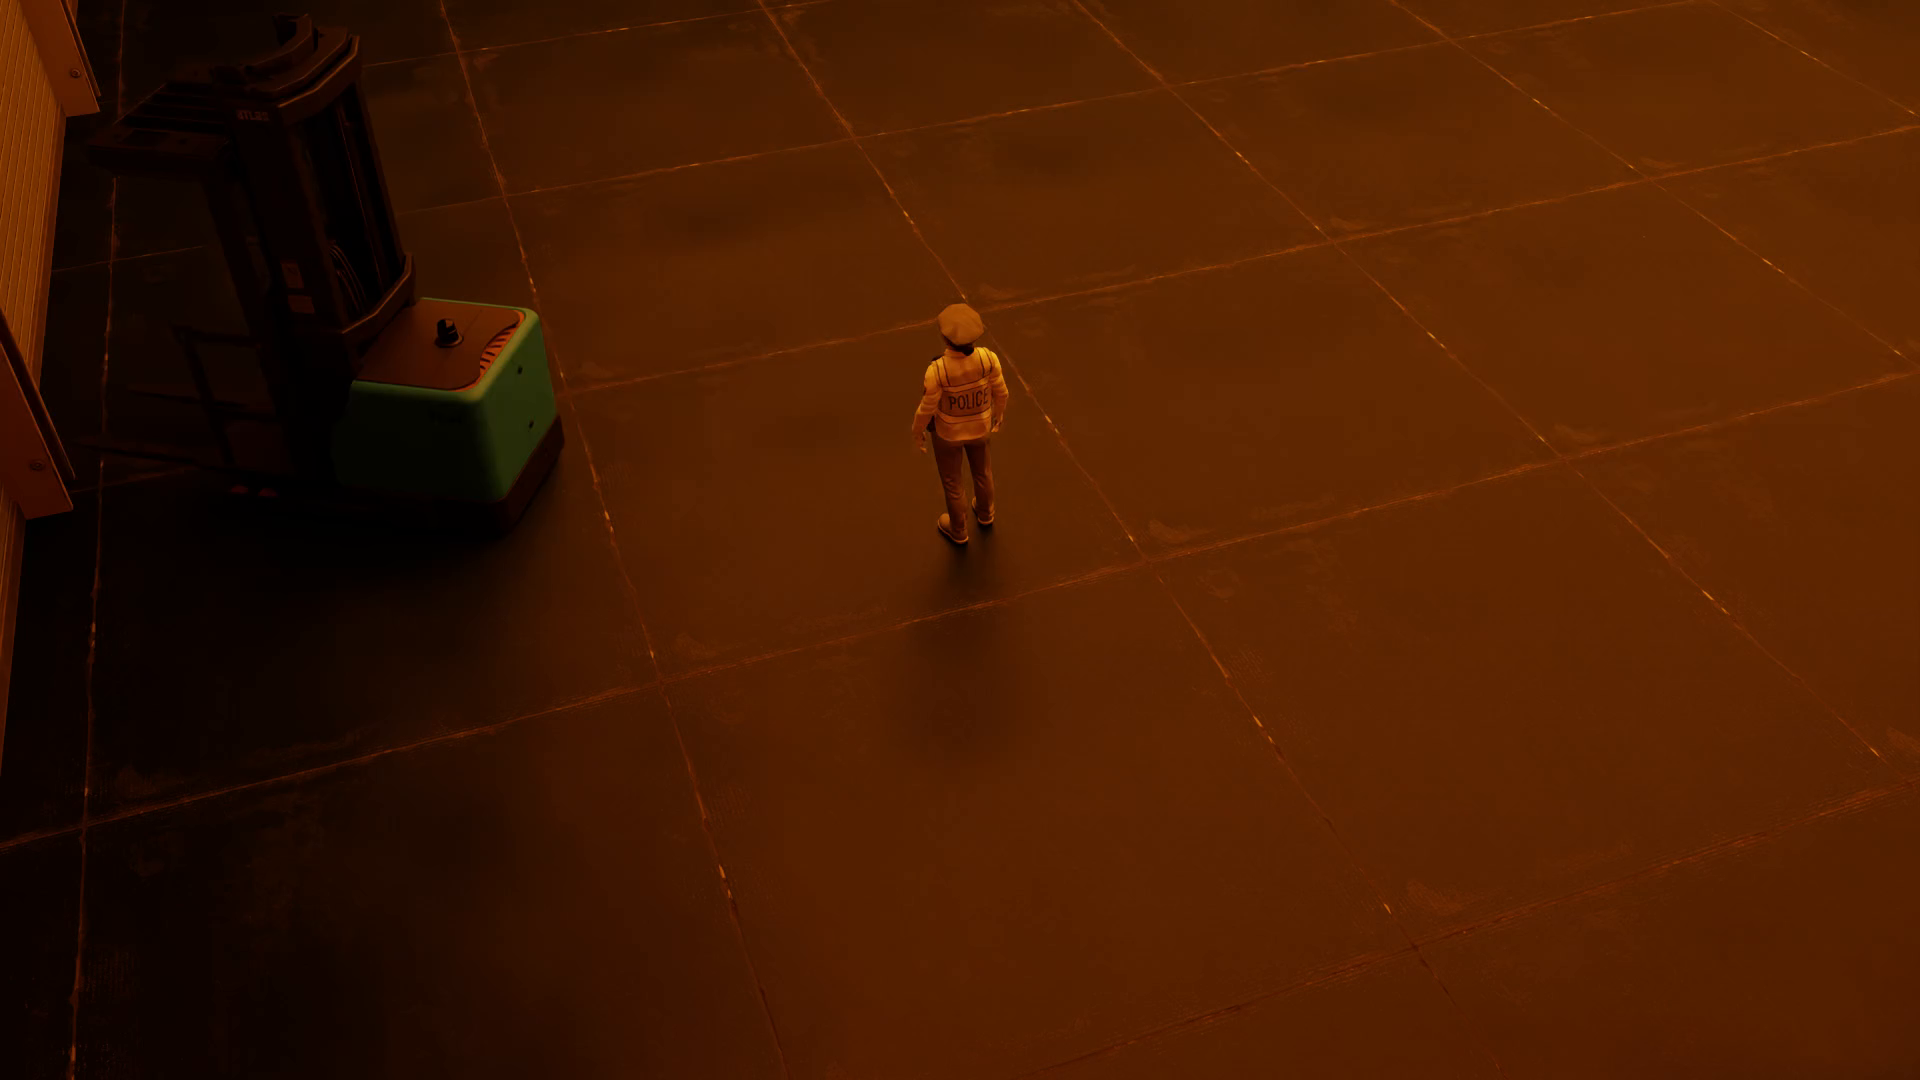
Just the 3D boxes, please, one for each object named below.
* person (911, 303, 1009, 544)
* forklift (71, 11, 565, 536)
[{"bbox_3d":[-0.017,-0.696,9.776,0.588,1.696,0.533,-13,42,-15],"label":"person"},{"bbox_3d":[-4.164,-1.608,9.912,3.031,2.935,1.130,7,41,8],"label":"forklift"}]
